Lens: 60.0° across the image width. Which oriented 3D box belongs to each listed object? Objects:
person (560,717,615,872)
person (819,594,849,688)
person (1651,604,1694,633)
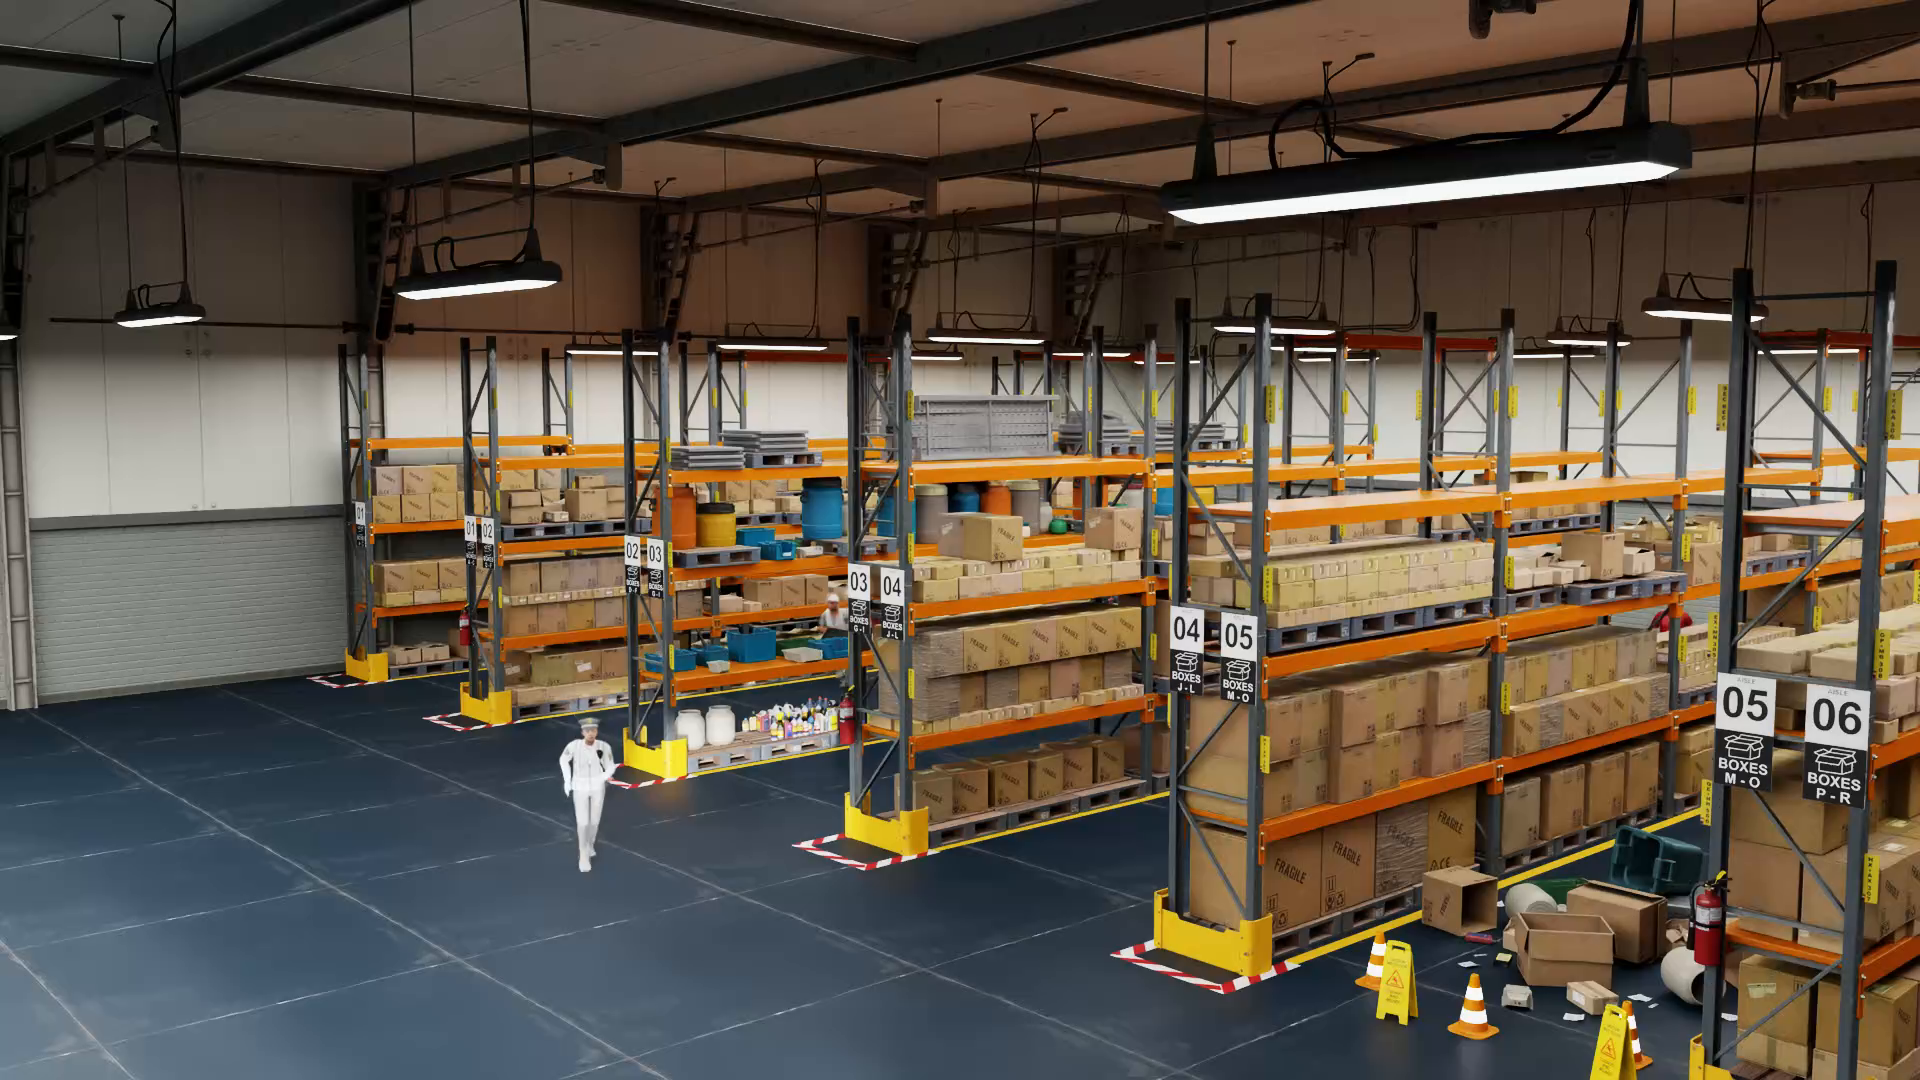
[{"bbox_3d":[-4.025,2.735,18.028,0.551,1.693,0.785,-2,5,-21],"label":"person"},{"bbox_3d":[-2.088,1.761,28.689,0.698,1.680,0.807,2,5,18],"label":"person"},{"bbox_3d":[12.016,1.808,28.048,0.689,1.692,0.580,2,5,18],"label":"person"}]
